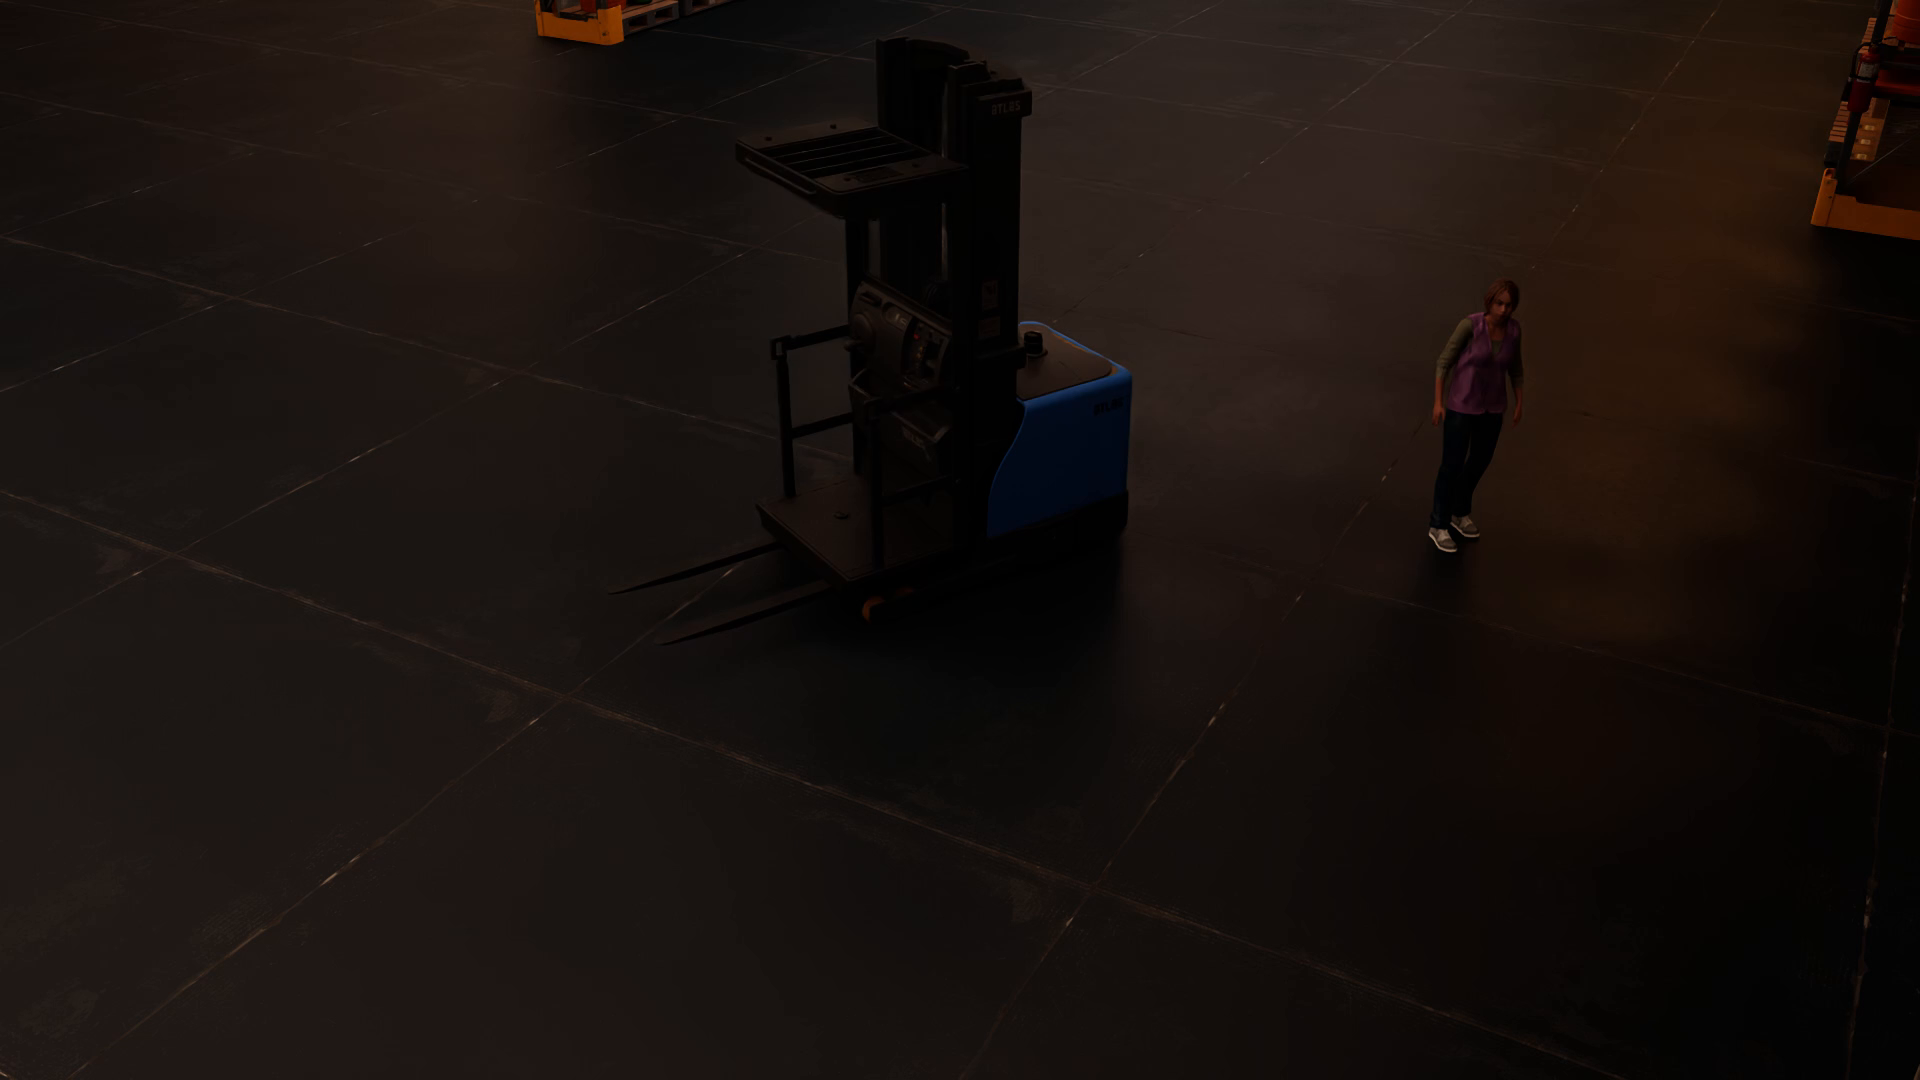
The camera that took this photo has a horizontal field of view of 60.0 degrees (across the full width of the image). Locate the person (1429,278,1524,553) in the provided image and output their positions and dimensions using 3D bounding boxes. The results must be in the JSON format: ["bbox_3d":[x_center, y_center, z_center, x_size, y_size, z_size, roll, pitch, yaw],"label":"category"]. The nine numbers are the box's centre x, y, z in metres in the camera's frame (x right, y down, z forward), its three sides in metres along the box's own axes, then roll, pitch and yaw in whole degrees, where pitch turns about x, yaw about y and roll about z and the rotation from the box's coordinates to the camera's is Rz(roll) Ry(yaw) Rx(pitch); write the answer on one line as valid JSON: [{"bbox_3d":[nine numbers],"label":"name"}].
[{"bbox_3d":[3.031,-0.725,9.660,0.560,1.602,0.457,-6,31,-10],"label":"person"}]

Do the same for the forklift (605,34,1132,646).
[{"bbox_3d":[-0.503,-1.093,8.964,3.031,2.935,1.130,-19,35,-29],"label":"forklift"}]
